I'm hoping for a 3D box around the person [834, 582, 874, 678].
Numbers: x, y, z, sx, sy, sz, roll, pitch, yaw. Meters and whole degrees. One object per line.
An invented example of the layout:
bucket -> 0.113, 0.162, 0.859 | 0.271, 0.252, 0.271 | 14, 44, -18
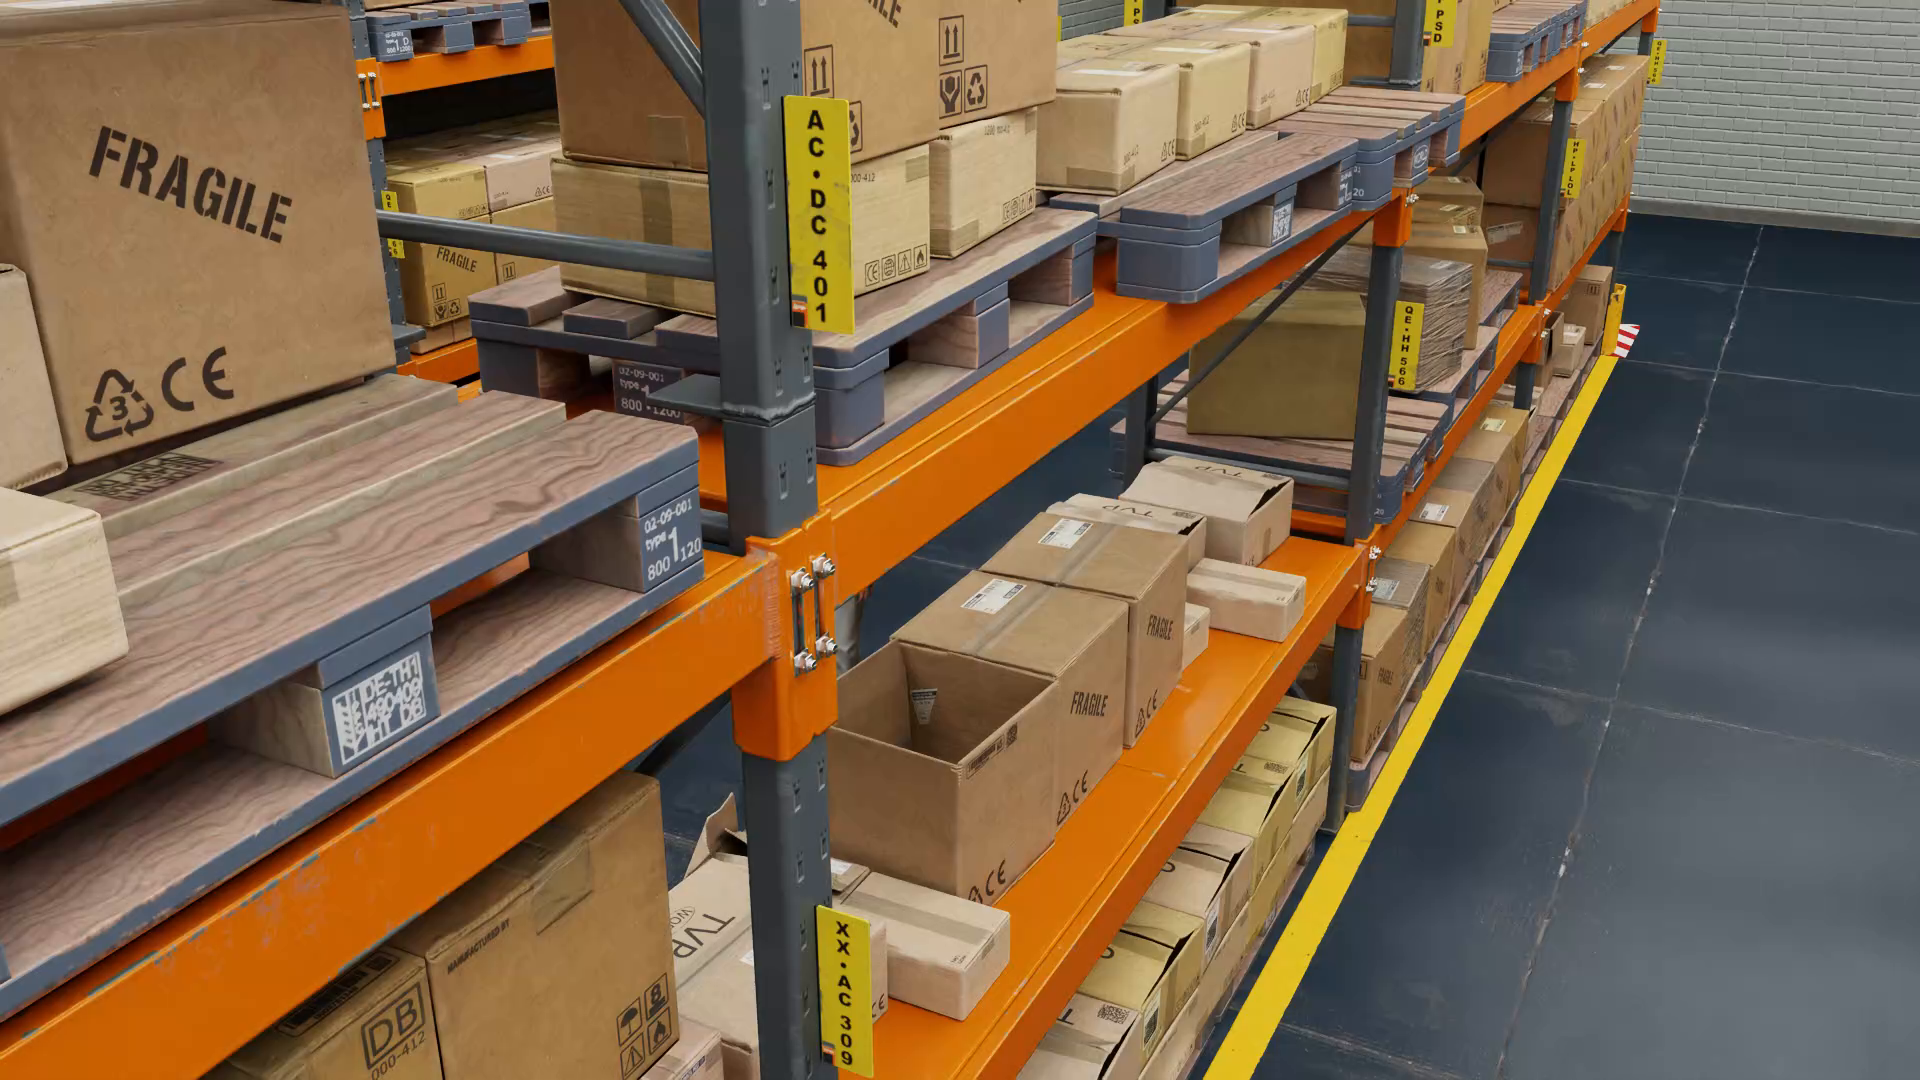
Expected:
person -> -0.593, 0.128, 7.292 | 0.490, 1.673, 0.413 | 10, 25, 23
